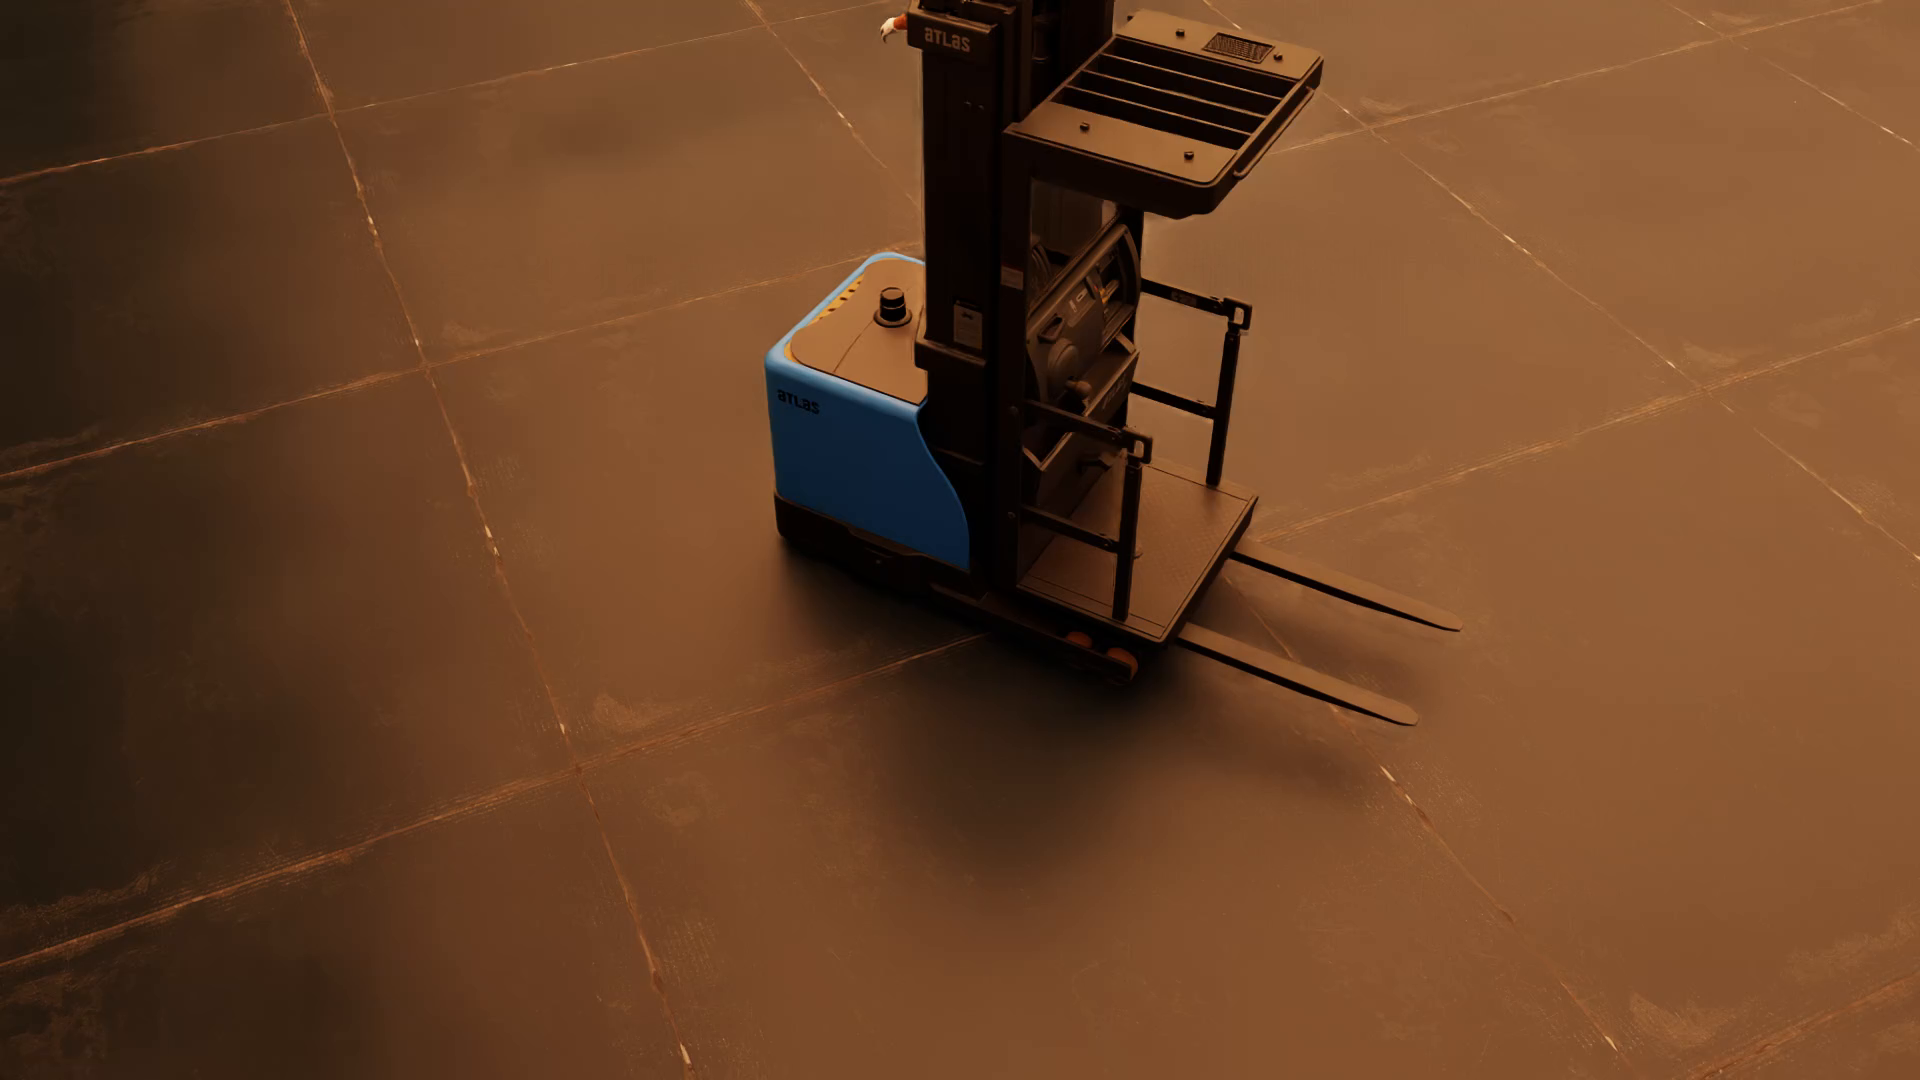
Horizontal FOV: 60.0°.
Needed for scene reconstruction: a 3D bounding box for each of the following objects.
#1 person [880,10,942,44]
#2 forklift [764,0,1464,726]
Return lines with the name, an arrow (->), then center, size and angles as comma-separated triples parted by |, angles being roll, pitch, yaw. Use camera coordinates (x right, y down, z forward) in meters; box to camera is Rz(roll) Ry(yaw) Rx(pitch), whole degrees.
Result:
person -> 0.082, -2.765, 9.500 | 0.916, 1.762, 0.715 | -19, 46, -19
forklift -> 0.679, -0.865, 6.606 | 3.031, 2.935, 1.130 | 21, 47, 21
